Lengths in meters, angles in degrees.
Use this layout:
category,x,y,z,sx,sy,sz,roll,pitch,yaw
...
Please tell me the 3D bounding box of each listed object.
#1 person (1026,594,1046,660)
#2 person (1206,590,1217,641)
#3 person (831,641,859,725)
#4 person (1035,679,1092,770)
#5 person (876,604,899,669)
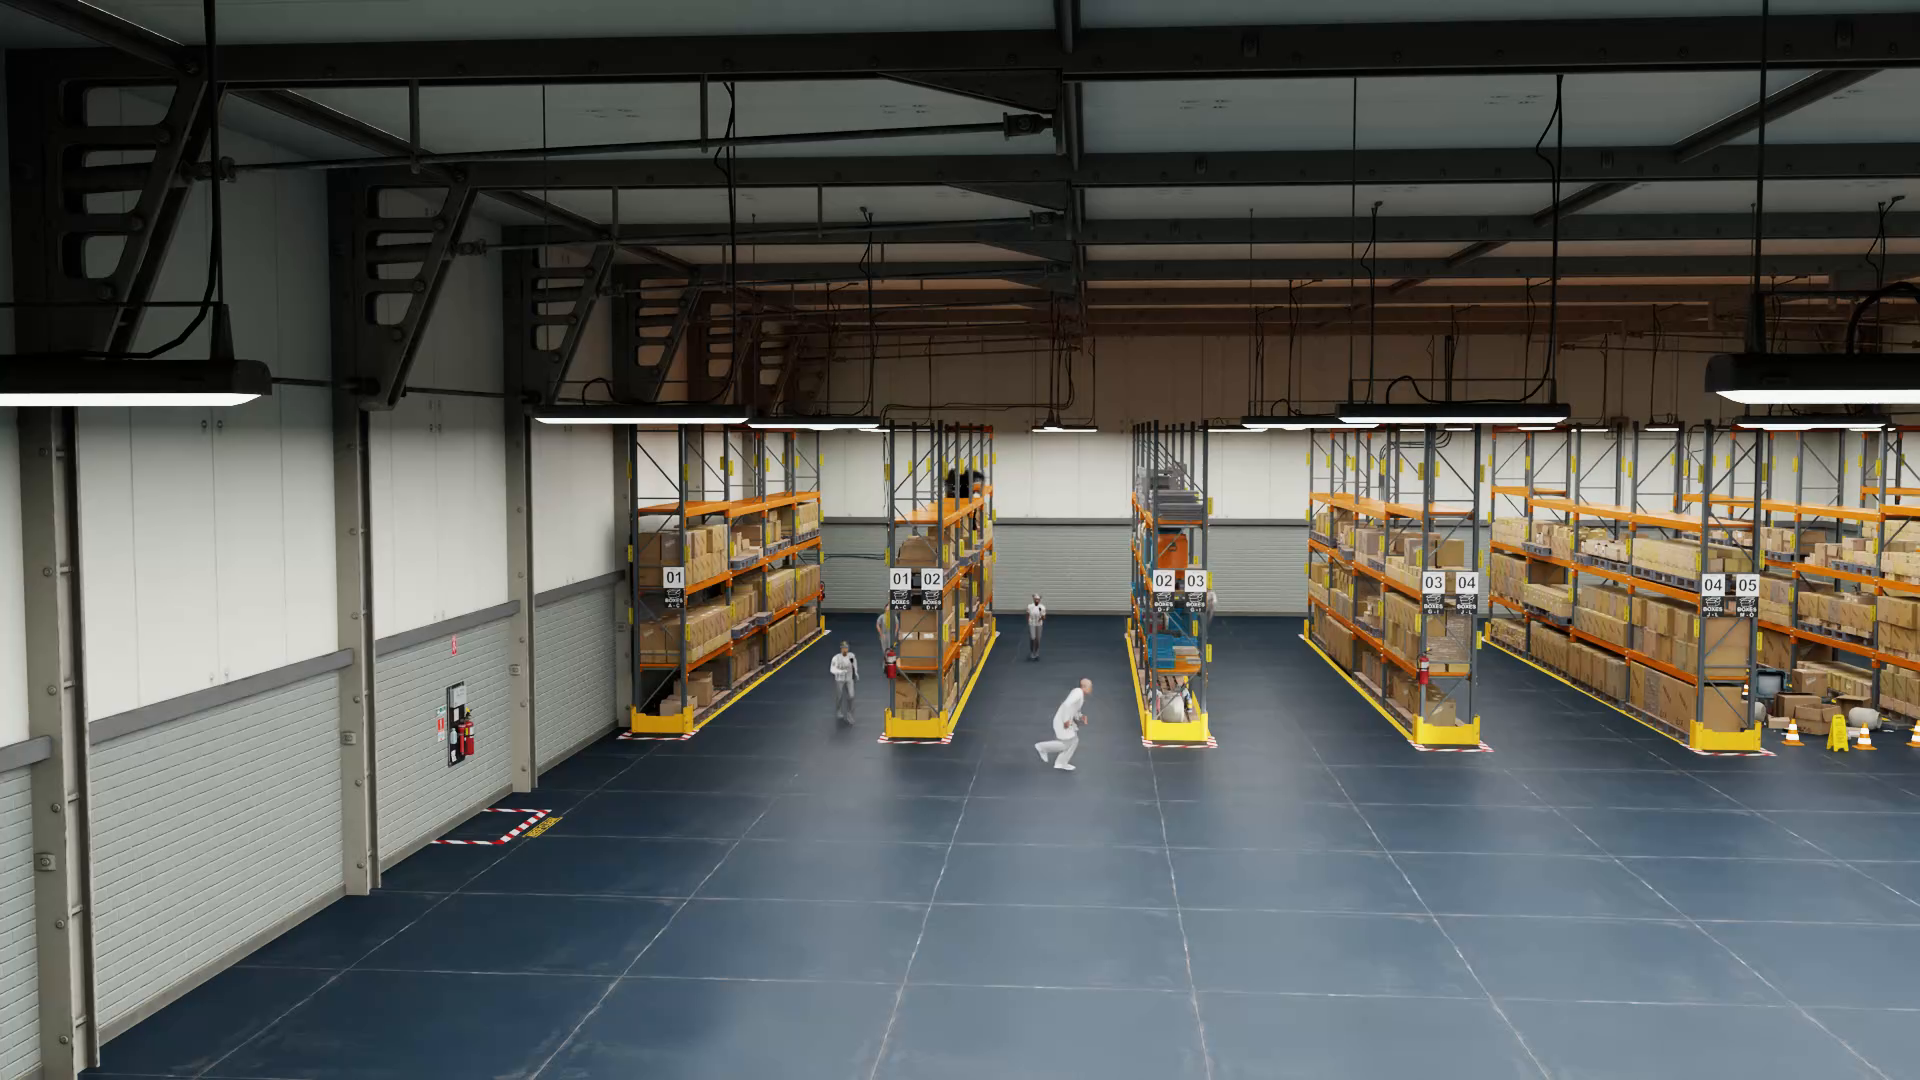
category,x,y,z,sx,sy,sz,roll,pitch,yaw
person,1.950,2.211,42.478,0.464,1.711,0.791,0,4,-6
person,6.898,2.043,46.378,0.495,1.527,0.774,0,4,-4
person,-2.299,2.810,33.085,0.605,1.657,0.951,-1,4,-13
person,1.770,3.148,28.381,0.975,1.580,0.728,1,4,10
person,-1.761,2.362,40.591,0.556,1.622,0.571,0,4,-1
